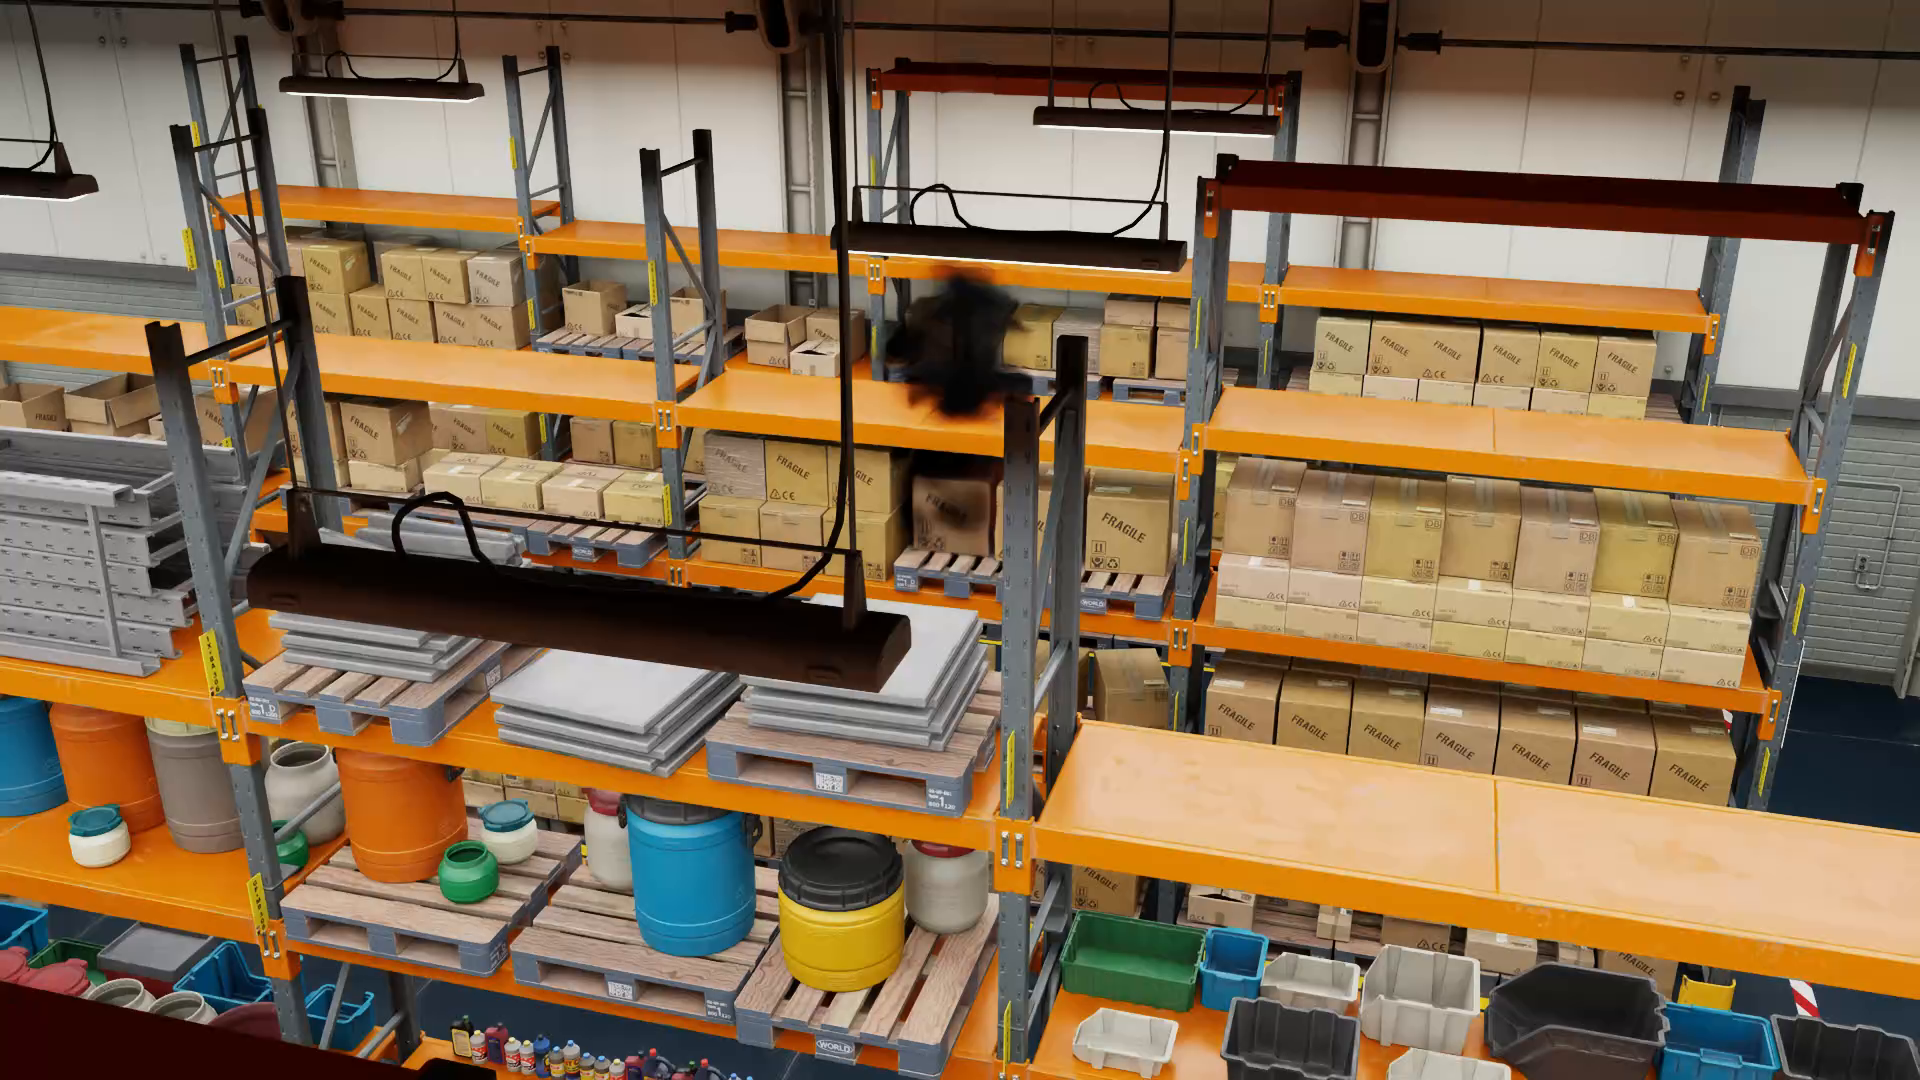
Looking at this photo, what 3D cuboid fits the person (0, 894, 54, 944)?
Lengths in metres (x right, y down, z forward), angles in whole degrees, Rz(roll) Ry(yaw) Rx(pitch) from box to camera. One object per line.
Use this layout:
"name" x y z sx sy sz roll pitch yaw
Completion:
"person" -6.842 2.668 12.241 1.121 1.686 0.416 4 23 11
